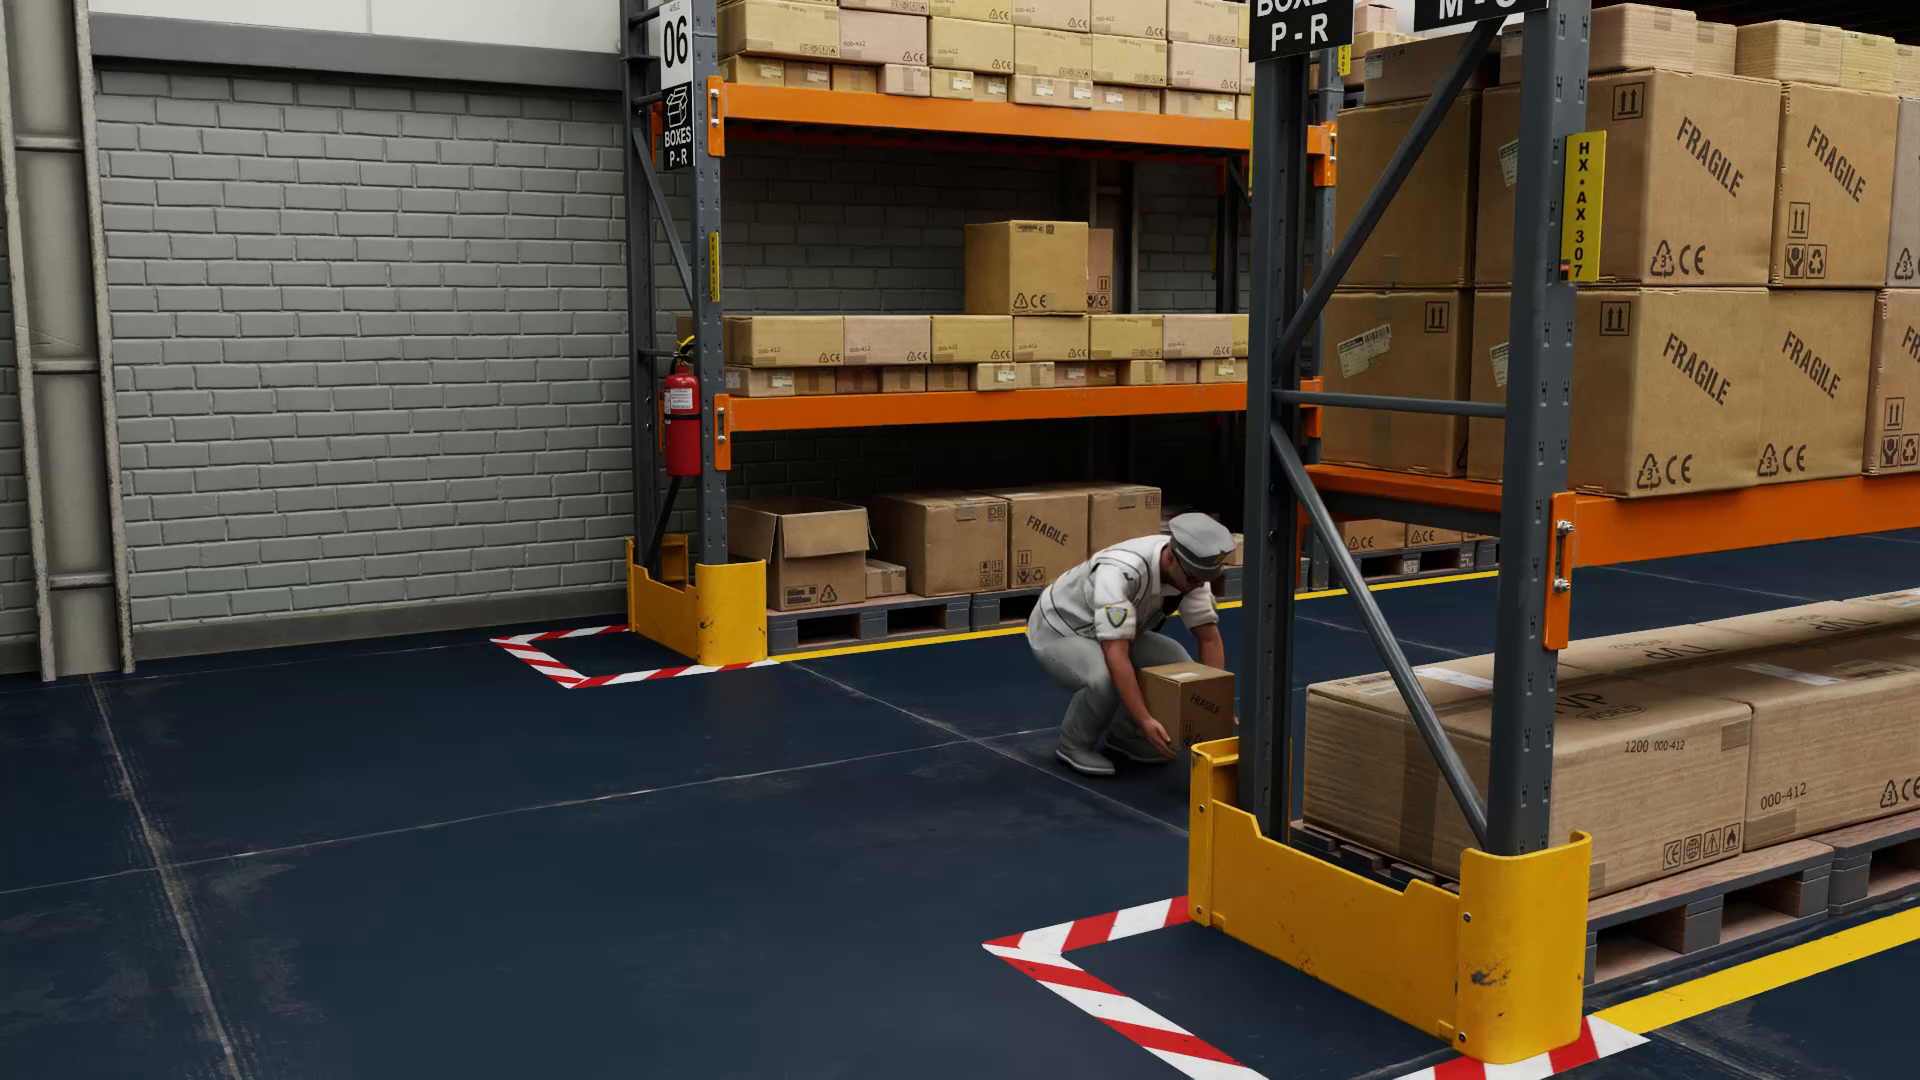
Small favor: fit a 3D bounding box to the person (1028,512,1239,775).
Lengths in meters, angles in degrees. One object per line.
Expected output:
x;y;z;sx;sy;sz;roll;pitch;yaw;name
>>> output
0.655;0.376;6.309;0.558;1.013;0.909;-5;9;-31;person
